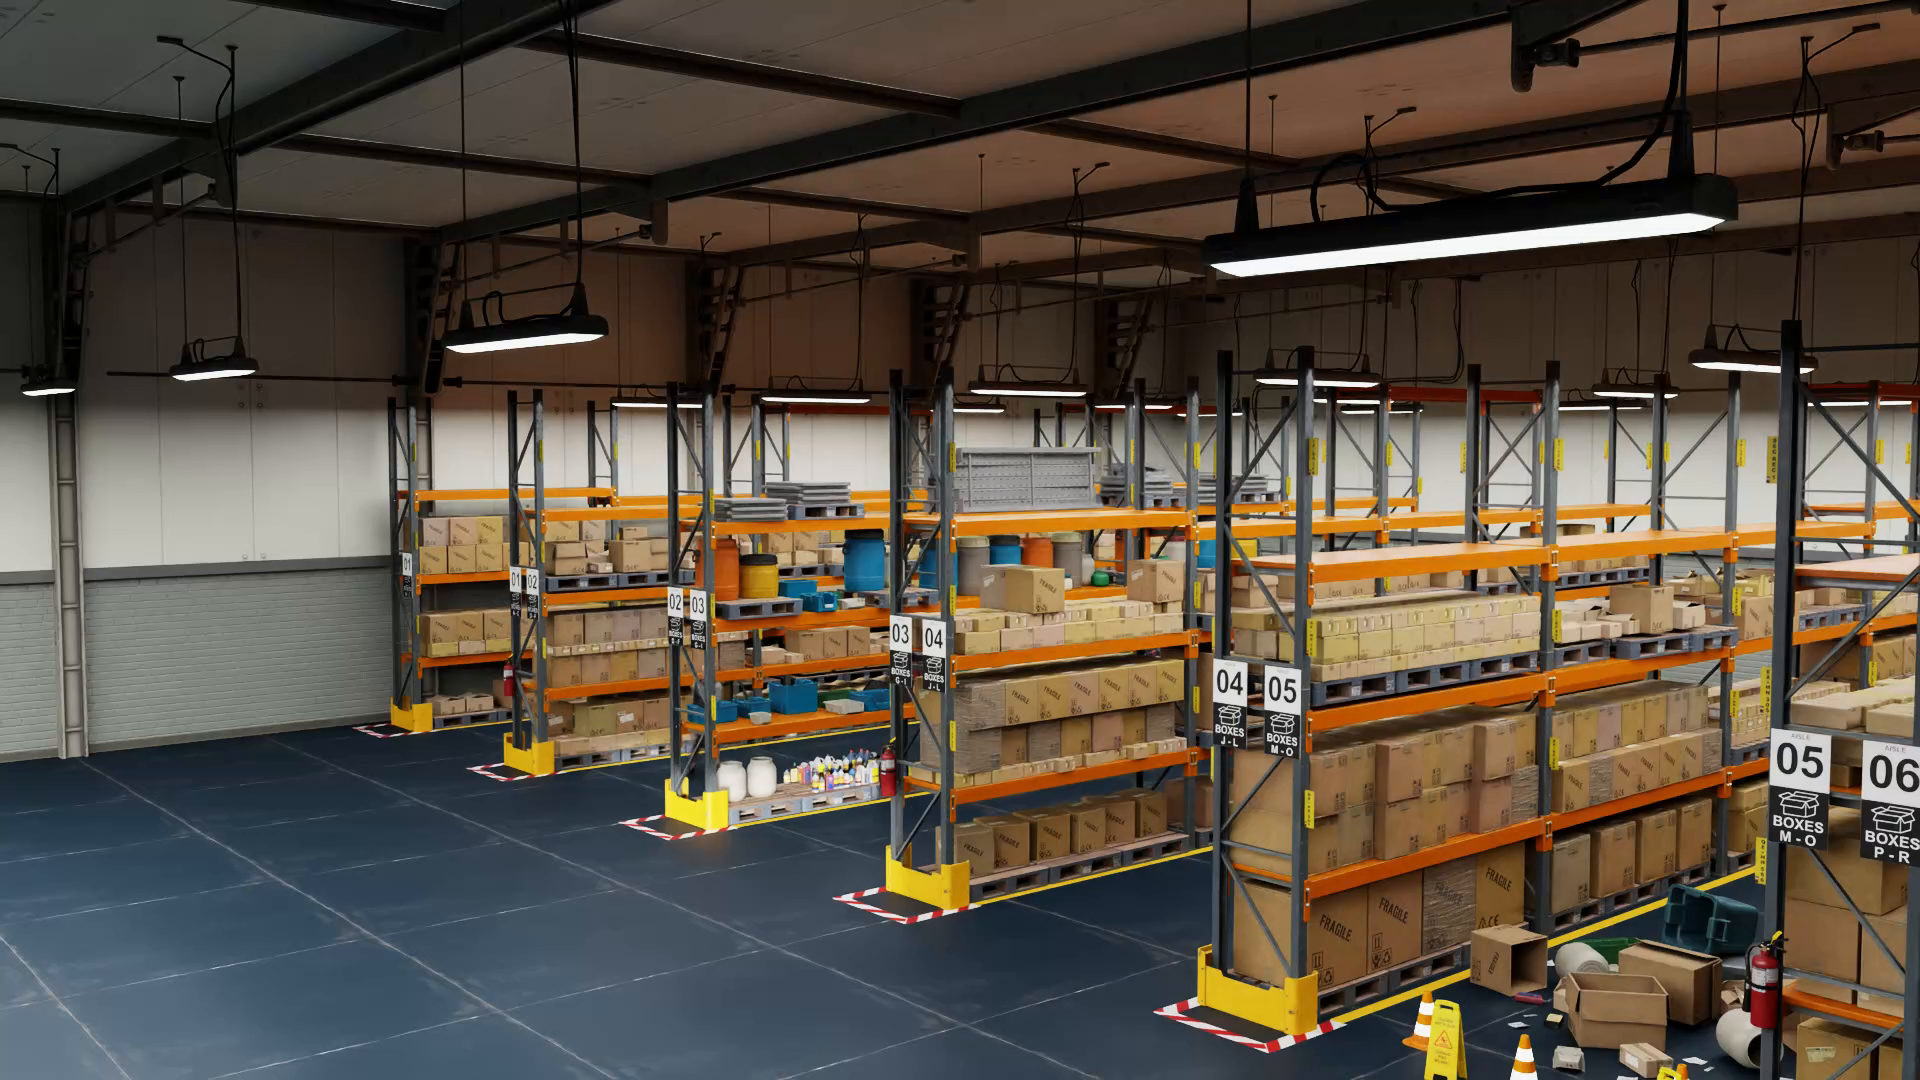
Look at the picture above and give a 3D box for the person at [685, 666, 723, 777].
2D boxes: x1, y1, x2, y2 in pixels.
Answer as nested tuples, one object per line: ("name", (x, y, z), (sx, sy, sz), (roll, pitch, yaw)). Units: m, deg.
("person", (-3.973, 2.787, 25.874), (0.571, 1.691, 0.831), (0, 3, 6))
